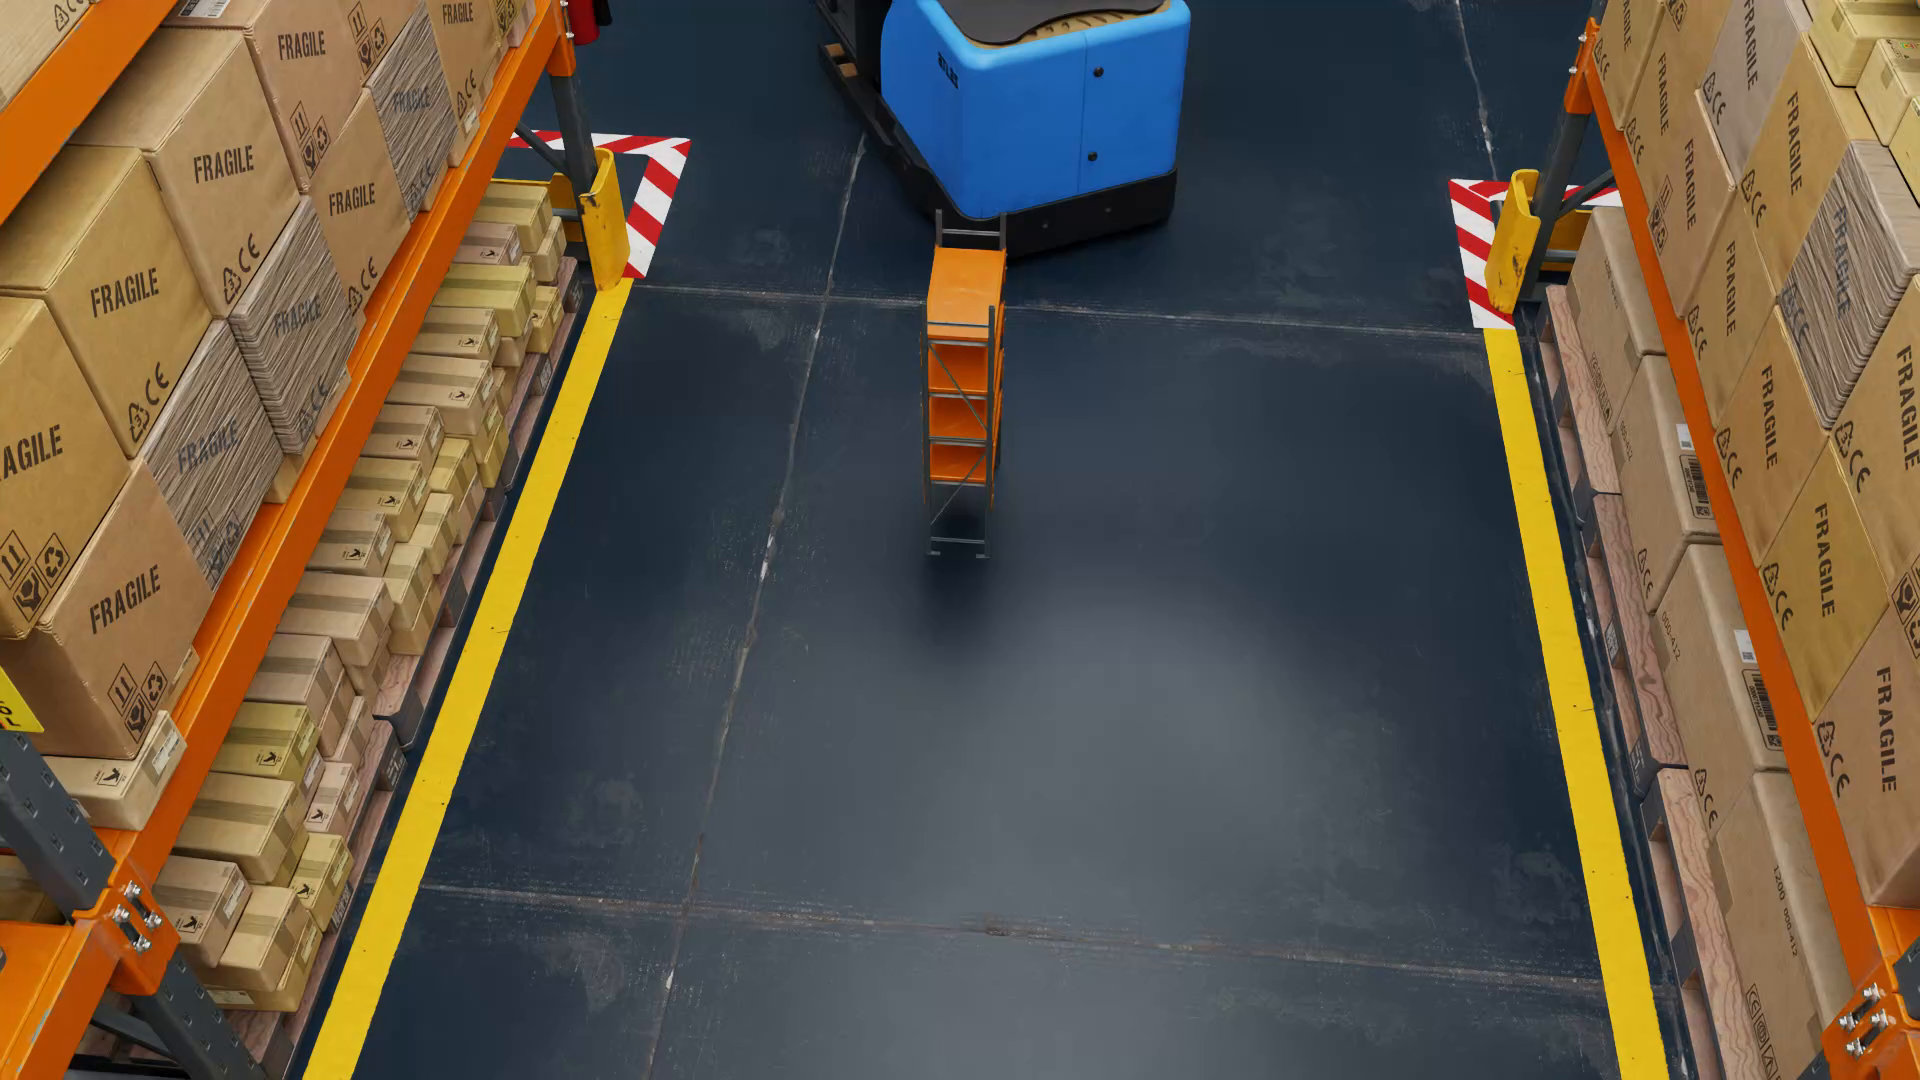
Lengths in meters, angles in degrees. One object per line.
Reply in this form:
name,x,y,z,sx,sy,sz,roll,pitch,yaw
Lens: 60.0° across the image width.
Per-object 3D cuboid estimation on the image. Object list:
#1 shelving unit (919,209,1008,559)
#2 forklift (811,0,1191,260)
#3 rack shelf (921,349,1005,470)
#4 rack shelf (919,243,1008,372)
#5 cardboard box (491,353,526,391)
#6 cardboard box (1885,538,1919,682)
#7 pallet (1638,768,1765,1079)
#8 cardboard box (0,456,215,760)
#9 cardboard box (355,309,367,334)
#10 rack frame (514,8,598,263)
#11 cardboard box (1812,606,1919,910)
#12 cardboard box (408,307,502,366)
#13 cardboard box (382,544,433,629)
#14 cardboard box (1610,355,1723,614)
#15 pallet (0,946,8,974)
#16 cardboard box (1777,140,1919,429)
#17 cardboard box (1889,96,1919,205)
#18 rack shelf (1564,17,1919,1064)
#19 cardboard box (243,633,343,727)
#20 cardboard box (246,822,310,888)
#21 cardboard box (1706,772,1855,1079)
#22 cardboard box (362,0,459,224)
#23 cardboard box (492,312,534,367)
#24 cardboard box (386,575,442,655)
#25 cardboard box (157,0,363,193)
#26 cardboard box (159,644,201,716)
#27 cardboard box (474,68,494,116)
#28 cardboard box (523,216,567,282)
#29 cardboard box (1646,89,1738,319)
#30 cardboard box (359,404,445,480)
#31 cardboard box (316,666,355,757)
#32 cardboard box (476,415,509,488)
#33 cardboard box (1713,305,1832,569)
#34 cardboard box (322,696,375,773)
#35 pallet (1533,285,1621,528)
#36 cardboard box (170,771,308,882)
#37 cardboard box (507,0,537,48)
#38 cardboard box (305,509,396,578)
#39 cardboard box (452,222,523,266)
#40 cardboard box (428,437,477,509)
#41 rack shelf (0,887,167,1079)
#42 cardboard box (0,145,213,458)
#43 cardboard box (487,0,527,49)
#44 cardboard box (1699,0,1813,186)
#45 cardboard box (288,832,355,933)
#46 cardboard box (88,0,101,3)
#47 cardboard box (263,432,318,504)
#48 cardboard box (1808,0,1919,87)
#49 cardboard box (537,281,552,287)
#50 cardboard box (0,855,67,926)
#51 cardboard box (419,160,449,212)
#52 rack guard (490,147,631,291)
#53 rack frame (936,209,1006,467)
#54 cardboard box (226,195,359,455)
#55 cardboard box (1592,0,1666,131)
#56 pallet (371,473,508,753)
shelving unit,0.015,-0.527,5.918,0.258,1.200,0.503,4,48,4
forklift,-0.063,-3.293,7.276,1.130,2.935,3.031,-17,50,-15
rack shelf,0.015,-0.481,5.968,0.258,0.148,0.480,4,48,4
rack shelf,0.015,-0.792,5.629,0.258,0.148,0.480,4,48,4
cardboard box,-1.930,-0.710,6.514,0.380,0.149,0.250,4,48,3
cardboard box,2.284,0.146,3.338,0.500,0.500,0.500,4,48,3
pallet,2.664,1.270,4.945,1.003,0.211,1.213,4,48,4
cardboard box,-2.126,0.143,3.817,0.500,0.500,0.500,3,48,3
cardboard box,-2.021,-0.648,4.980,0.380,0.149,0.250,5,48,5
rack frame,-2.058,-2.315,6.335,1.000,3.000,0.127,4,48,4
cardboard box,2.304,0.491,3.700,0.500,0.500,0.500,4,48,4
cardboard box,-1.917,-0.724,6.124,0.380,0.149,0.250,2,48,2
cardboard box,-1.988,0.146,5.530,0.380,0.149,0.250,4,48,3
cardboard box,2.845,-0.169,5.823,0.875,0.438,0.875,5,48,5
pallet,-2.637,1.241,3.212,1.003,0.211,1.213,4,48,4
cardboard box,2.376,-0.601,4.021,0.500,0.500,0.500,4,48,4
cardboard box,2.407,-0.890,3.847,0.380,0.149,0.250,3,48,3
rack shelf,2.699,-0.344,5.020,1.077,0.370,4.000,4,48,4
cardboard box,-2.125,0.424,5.074,0.380,0.149,0.250,3,48,3
cardboard box,-2.137,0.907,4.833,0.380,0.149,0.250,4,48,4
cardboard box,2.681,1.152,4.616,0.875,0.438,0.875,3,48,3
cardboard box,-1.931,-1.351,5.183,0.500,0.500,0.500,4,48,4
cardboard box,-1.867,-0.806,6.400,0.380,0.149,0.250,2,48,2
cardboard box,-1.991,0.242,5.643,0.380,0.149,0.250,3,48,2
cardboard box,-1.981,-1.290,4.450,0.500,0.500,0.500,2,48,2
cardboard box,-2.121,0.328,4.088,0.380,0.149,0.250,5,48,5
cardboard box,-1.874,-1.606,5.857,0.380,0.149,0.250,3,48,3
cardboard box,-1.822,-1.188,6.750,0.380,0.149,0.250,3,48,2
cardboard box,2.469,-1.011,5.074,0.500,0.500,0.500,4,48,3
cardboard box,-2.021,-0.337,5.769,0.380,0.149,0.250,2,48,2
cardboard box,-2.123,0.528,5.180,0.380,0.149,0.250,2,48,2
cardboard box,-1.901,-0.336,6.172,0.380,0.149,0.250,2,48,2
cardboard box,2.377,-0.258,4.385,0.500,0.500,0.500,3,48,3
cardboard box,-2.101,0.627,5.291,0.380,0.149,0.250,3,48,3
pallet,2.886,-0.523,6.585,1.003,0.211,1.213,4,48,4
cardboard box,-2.100,0.806,4.724,0.380,0.149,0.250,6,48,5
cardboard box,-1.806,-1.972,6.191,0.380,0.149,0.250,4,48,4
cardboard box,-2.078,0.036,5.428,0.380,0.149,0.250,2,48,2
cardboard box,-1.934,-1.109,6.476,0.380,0.149,0.250,5,48,4
cardboard box,-1.943,-0.238,5.880,0.380,0.149,0.250,6,48,5
rack shelf,-2.604,2.337,2.568,1.077,0.370,4.000,4,48,4
cardboard box,-2.106,-0.545,3.768,0.500,0.500,0.500,3,48,2
cardboard box,-1.842,-2.102,5.870,0.500,0.500,0.500,5,48,4
cardboard box,2.474,-1.335,4.693,0.500,0.500,0.500,4,48,3
cardboard box,-2.045,1.003,4.947,0.380,0.149,0.250,5,48,5
cardboard box,-2.014,-1.410,3.576,0.500,0.250,0.500,6,48,5
cardboard box,-2.030,-0.252,4.618,0.380,0.149,0.250,5,48,4
cardboard box,2.390,-1.268,4.192,0.380,0.149,0.250,3,48,3
cardboard box,-1.898,-1.094,6.865,0.380,0.149,0.250,5,48,4
cardboard box,-2.649,0.965,4.579,0.380,0.149,0.250,5,48,5
cardboard box,-1.927,-1.226,5.508,0.380,0.149,0.250,2,48,2
rack guard,-2.065,-1.416,7.206,1.175,0.500,0.348,4,48,4
rack frame,0.037,-0.706,6.082,0.240,1.200,0.015,4,48,4
cardboard box,-2.006,-0.589,4.486,0.500,0.500,0.500,3,48,3
cardboard box,2.551,-1.757,5.756,0.500,0.500,0.500,4,48,3
pallet,-2.288,0.170,5.951,1.003,0.211,1.213,4,48,4
